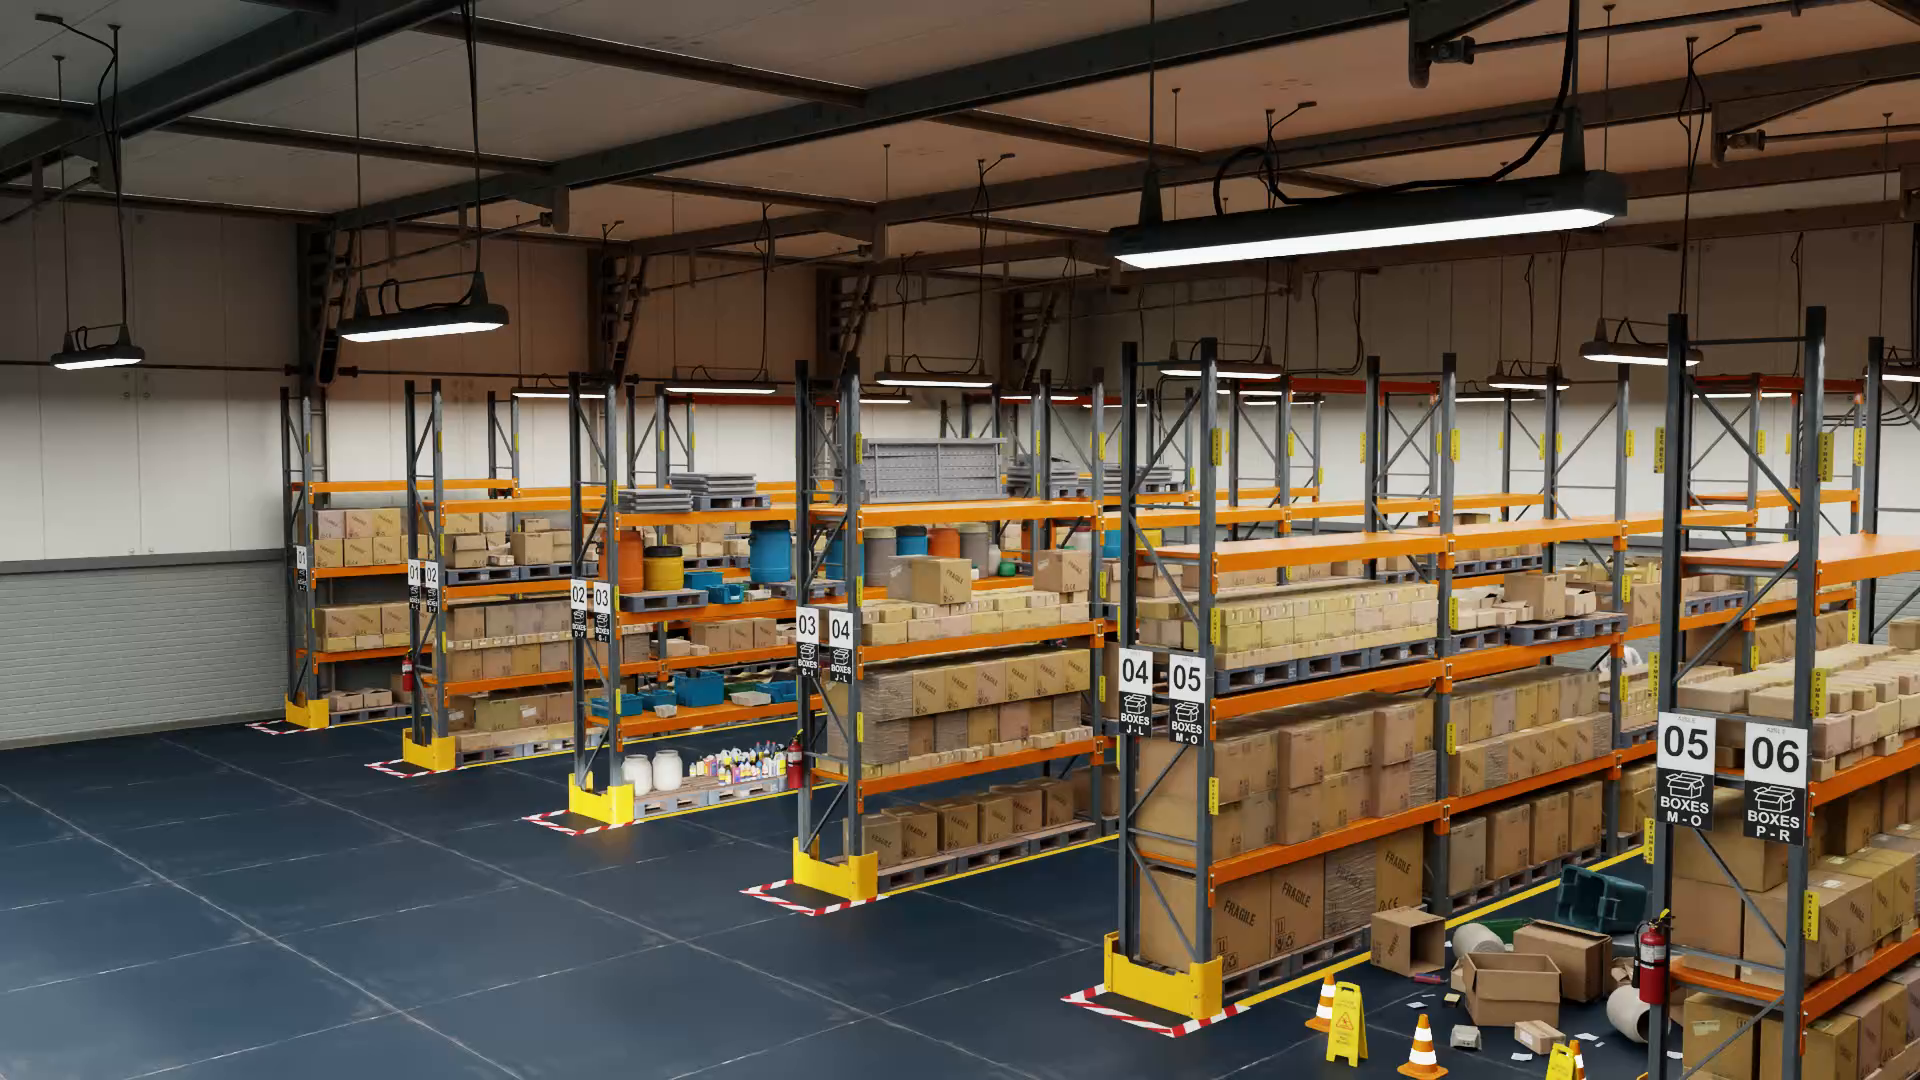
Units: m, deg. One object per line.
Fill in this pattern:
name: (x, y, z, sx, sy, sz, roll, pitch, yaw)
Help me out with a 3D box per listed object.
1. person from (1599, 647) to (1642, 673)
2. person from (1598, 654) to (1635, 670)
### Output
person: (11.514, 2.478, 28.894, 0.779, 1.674, 0.647, 1, 4, 9)
person: (11.625, 2.498, 29.346, 0.607, 1.595, 0.518, 0, 4, -2)
